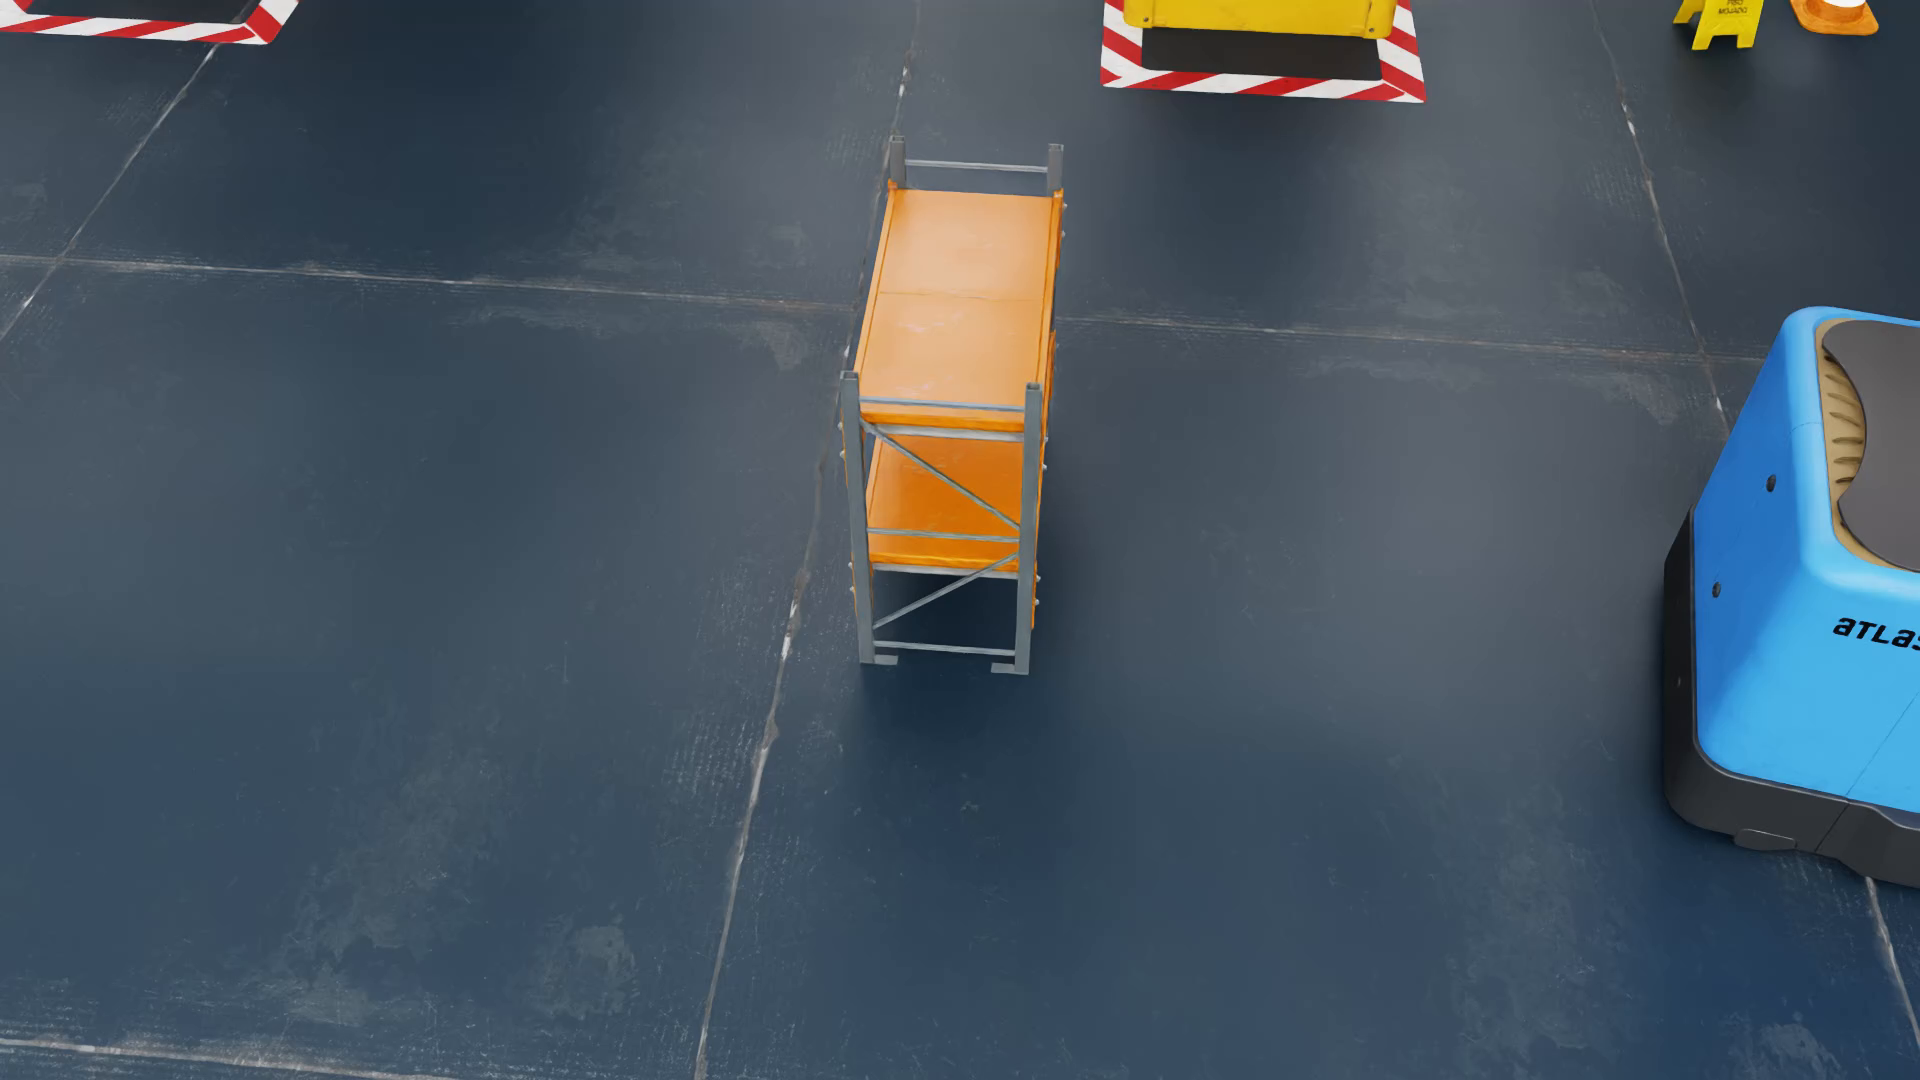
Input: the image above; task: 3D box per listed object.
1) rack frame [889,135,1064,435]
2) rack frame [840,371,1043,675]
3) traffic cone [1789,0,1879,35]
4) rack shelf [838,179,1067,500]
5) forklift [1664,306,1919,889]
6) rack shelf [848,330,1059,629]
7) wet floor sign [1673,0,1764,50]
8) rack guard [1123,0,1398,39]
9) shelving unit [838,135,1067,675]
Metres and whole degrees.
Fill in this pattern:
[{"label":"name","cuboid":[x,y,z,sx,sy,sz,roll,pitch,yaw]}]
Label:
[{"label":"rack frame","cuboid":[0.047,-0.758,5.181,0.500,1.125,0.032,4,48,4]},{"label":"rack frame","cuboid":[-0.046,-0.011,4.498,0.500,1.125,0.032,4,48,4]},{"label":"traffic cone","cuboid":[3.875,-2.488,7.212,0.336,0.463,0.334,4,48,4]},{"label":"rack shelf","cuboid":[0.001,-0.582,4.623,0.538,0.278,1.000,4,48,4]},{"label":"forklift","cuboid":[3.492,-0.255,3.497,3.031,2.935,1.130,12,49,11]},{"label":"rack shelf","cuboid":[0.001,-0.220,5.020,0.538,0.278,1.000,4,48,4]},{"label":"wet floor sign","cuboid":[3.287,-2.426,7.032,0.267,0.644,0.232,-4,48,-3]},{"label":"rack guard","cuboid":[1.316,-2.514,7.211,1.175,0.500,0.348,4,48,4]},{"label":"shelving unit","cuboid":[0.001,-0.385,4.839,0.538,1.125,1.048,4,48,4]}]
